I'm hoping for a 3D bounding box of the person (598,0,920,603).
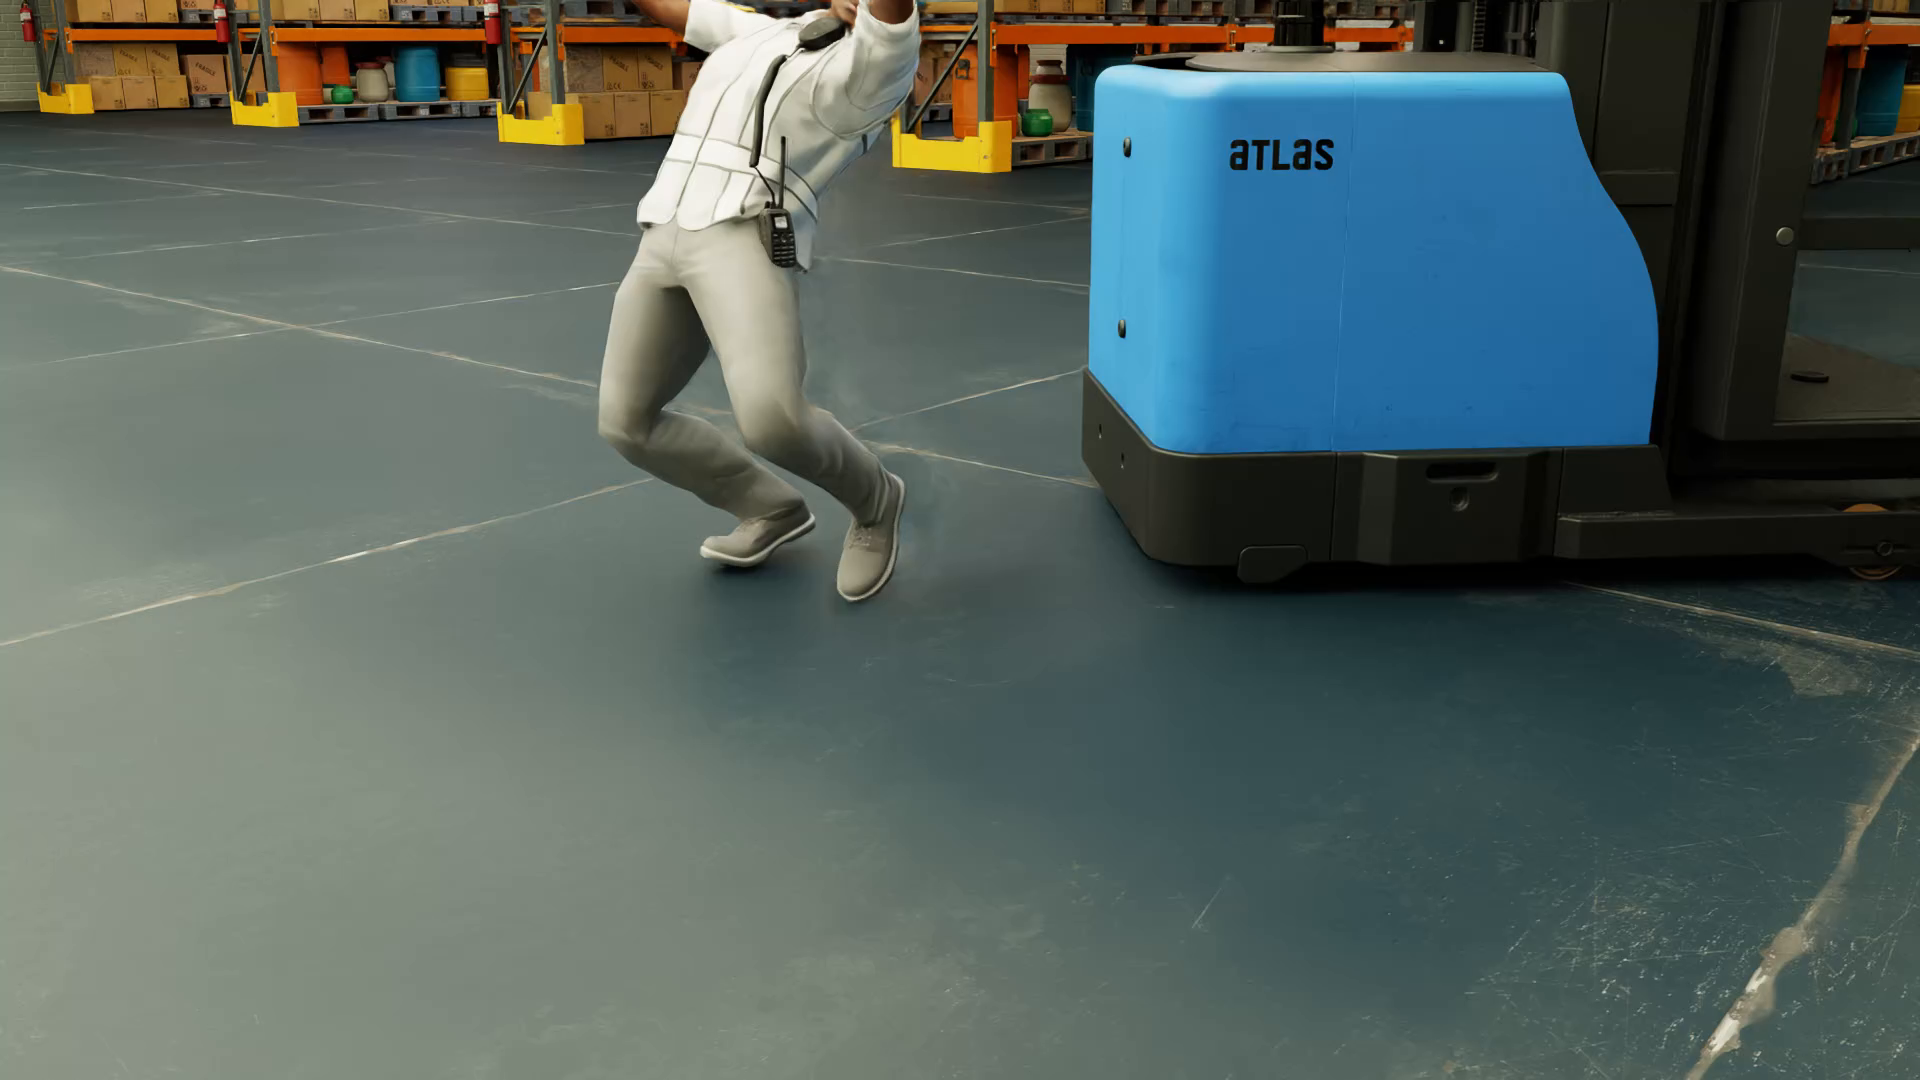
[{"bbox_3d":[-0.397,-0.692,3.489,0.911,1.583,0.727,15,22,40],"label":"person"}]

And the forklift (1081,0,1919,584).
[{"bbox_3d":[1.869,-1.466,3.726,3.031,2.935,1.130,-2,17,-5],"label":"forklift"}]
